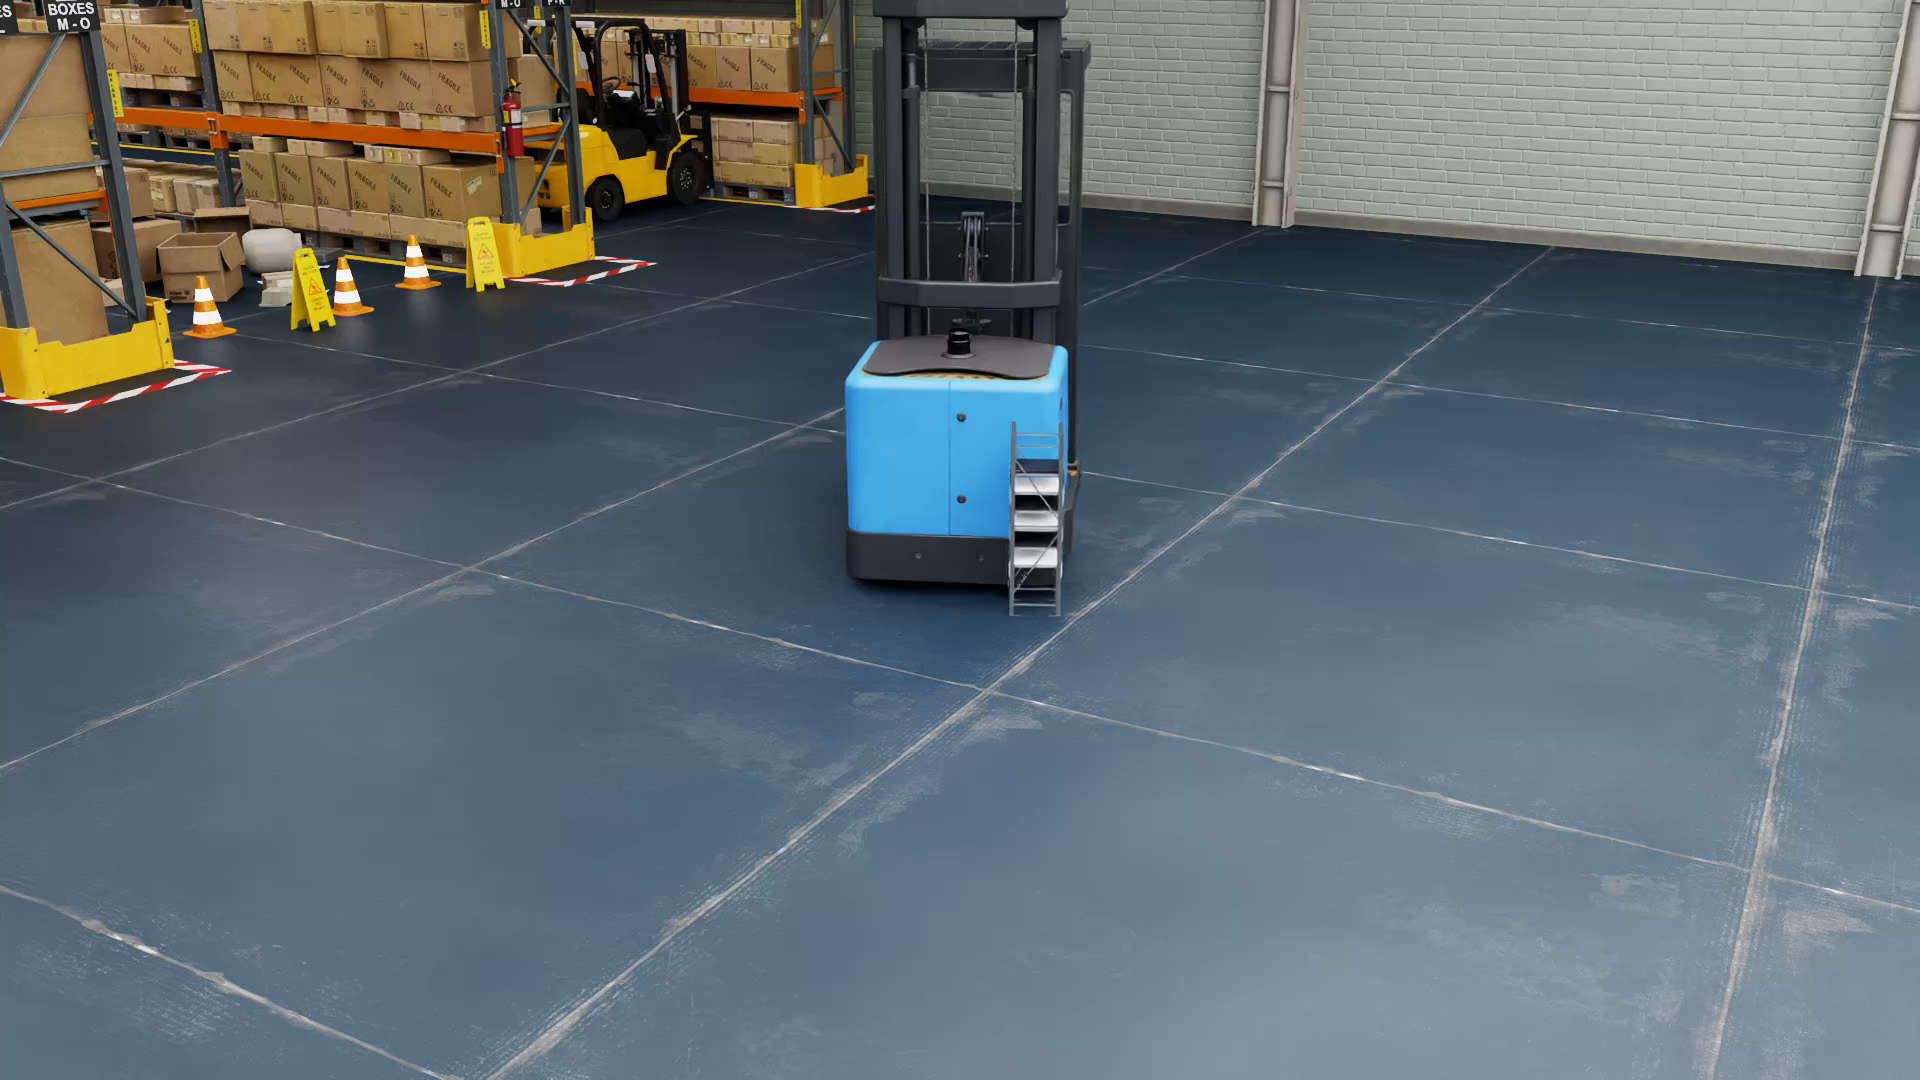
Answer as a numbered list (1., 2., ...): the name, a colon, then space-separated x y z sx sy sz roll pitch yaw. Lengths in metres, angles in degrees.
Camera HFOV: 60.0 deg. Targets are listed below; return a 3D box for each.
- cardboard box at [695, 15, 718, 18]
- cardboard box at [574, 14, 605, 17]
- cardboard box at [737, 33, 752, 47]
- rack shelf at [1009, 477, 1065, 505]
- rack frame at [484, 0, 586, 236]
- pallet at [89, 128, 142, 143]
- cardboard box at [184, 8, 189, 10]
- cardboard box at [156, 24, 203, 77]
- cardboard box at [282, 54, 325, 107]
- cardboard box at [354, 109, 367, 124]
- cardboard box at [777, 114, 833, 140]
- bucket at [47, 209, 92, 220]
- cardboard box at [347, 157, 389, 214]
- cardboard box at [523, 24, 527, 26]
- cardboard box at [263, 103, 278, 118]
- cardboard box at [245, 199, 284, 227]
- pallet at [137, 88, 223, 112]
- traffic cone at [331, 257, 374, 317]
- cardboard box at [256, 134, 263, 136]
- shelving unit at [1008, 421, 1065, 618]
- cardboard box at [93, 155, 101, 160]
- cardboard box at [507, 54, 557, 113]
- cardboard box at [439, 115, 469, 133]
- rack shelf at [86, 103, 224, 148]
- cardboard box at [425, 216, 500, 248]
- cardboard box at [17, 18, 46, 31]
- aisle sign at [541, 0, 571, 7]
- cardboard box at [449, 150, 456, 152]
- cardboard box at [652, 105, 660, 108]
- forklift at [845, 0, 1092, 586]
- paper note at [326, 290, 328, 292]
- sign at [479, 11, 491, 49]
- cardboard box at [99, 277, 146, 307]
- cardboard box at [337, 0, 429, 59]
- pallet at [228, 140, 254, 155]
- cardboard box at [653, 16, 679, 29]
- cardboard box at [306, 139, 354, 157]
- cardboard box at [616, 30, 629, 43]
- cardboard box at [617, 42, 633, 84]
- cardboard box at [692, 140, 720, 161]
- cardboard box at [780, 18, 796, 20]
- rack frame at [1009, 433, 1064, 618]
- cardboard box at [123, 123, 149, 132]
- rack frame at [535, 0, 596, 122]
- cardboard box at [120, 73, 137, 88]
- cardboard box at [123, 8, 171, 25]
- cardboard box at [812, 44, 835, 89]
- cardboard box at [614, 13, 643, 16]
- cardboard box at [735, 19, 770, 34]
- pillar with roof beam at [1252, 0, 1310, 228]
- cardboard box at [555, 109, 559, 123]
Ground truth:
1. cardboard box: -3.098 -6.423 20.640 0.250 0.149 0.380 11 23 28
2. cardboard box: -4.650 -6.551 20.991 0.250 0.149 0.380 11 23 28
3. cardboard box: -2.446 -5.968 19.820 0.250 0.149 0.380 11 23 28
4. rack shelf: 0.357 -0.232 7.754 0.258 0.077 0.200 1 20 2
5. rack frame: -3.990 -4.068 15.681 0.127 3.000 1.000 11 23 27
6. pallet: -13.717 -6.548 26.608 1.213 0.211 1.003 11 23 27
7. cardboard box: -11.736 -7.639 24.764 0.500 0.500 0.700 11 23 29
8. cardboard box: -7.998 -5.126 17.399 0.500 0.500 0.500 10 22 26
9. cardboard box: -6.353 -4.600 16.565 0.500 0.500 0.500 11 22 27
10. cardboard box: -5.746 -4.209 16.437 0.250 0.149 0.380 11 23 27
11. cardboard box: -1.900 -5.058 20.359 0.500 0.250 0.500 10 22 26
12. bucket: -8.565 -3.082 15.535 0.726 0.611 0.620 -16 16 -38
13. cardboard box: -5.711 -3.553 16.577 0.500 0.500 0.500 10 22 26
14. cardboard box: -5.706 -6.592 21.541 0.250 0.149 0.380 10 22 27
15. cardboard box: -6.871 -4.406 16.980 0.250 0.149 0.380 11 23 27
16. cardboard box: -7.099 -3.460 17.420 0.500 0.250 0.500 10 22 25
17. pallet: -8.079 -4.814 18.017 1.213 0.211 1.003 11 23 27
18. traffic cone: -5.239 -2.176 14.185 0.334 0.463 0.336 11 23 27
19. cardboard box: -9.921 -6.078 24.272 0.500 0.500 0.500 12 23 30
20. shelving unit: 0.357 -0.094 7.804 0.258 0.900 0.210 1 20 2
21. cardboard box: -10.486 -4.264 19.458 0.625 0.372 0.950 9 22 24
22. cardboard box: -4.269 -4.416 16.058 0.500 0.500 0.500 10 22 26
23. cardboard box: -4.696 -3.958 15.745 0.250 0.149 0.380 10 22 27
24. rack shelf: -9.228 -4.728 18.555 4.000 0.370 1.077 11 23 27
25. cardboard box: -4.848 -3.031 16.239 0.500 0.250 0.500 11 23 27
26. cardboard box: -10.236 -5.554 18.580 0.500 0.500 0.500 12 23 30
27. aisle sign: -3.785 -5.372 15.464 0.004 0.787 0.394 11 23 27
28. cardboard box: -5.473 -3.717 17.031 0.500 0.500 0.500 11 23 28
29. cardboard box: -4.091 -5.482 21.530 0.500 0.250 0.500 10 22 27
30. forklift: 0.124 -1.616 9.023 1.130 2.935 3.031 2 20 6
31. paper note: -5.786 -2.237 14.987 0.142 0.019 0.148 3 20 9
32. sign: -4.279 -4.599 14.983 0.005 0.325 0.100 11 23 27
33. cardboard box: -7.409 -2.220 14.596 0.258 0.266 0.396 16 25 36
34. cardboard box: -5.476 -4.886 15.885 0.500 0.500 0.700 10 22 27
35. pallet: -10.251 -5.905 24.833 1.213 0.211 1.003 11 23 27
36. cardboard box: -3.542 -6.335 20.397 0.250 0.149 0.380 11 23 28
37. cardboard box: -6.333 -3.950 16.720 0.250 0.149 0.380 12 23 30
38. cardboard box: -4.040 -6.247 20.591 0.250 0.149 0.380 11 22 27
39. cardboard box: -3.900 -5.942 20.699 0.500 0.500 0.500 11 22 27
40. cardboard box: -3.044 -4.840 20.493 0.500 0.250 0.500 10 22 26
41. cardboard box: -1.964 -6.220 20.081 0.250 0.149 0.380 12 23 29
42. rack frame: 0.353 -0.060 7.708 0.240 0.900 0.006 1 20 2
43. cardboard box: -12.679 -6.404 25.687 0.250 0.149 0.380 10 22 26
44. rack frame: -5.065 -6.212 21.590 0.127 3.000 1.000 11 23 27
45. cardboard box: -8.755 -4.939 17.833 0.250 0.149 0.380 11 23 28
46. cardboard box: -8.604 -5.543 17.597 0.250 0.149 0.380 10 22 26
47. cardboard box: -1.870 -5.758 20.194 0.500 0.500 0.500 12 23 29
48. cardboard box: -4.202 -6.646 21.254 0.250 0.149 0.380 11 22 27
49. cardboard box: -2.460 -6.102 19.755 0.250 0.149 0.380 11 23 28
50. pillar with roof beam: 1.397 -6.471 13.509 0.400 9.000 9.100 11 23 27
51. cardboard box: -5.526 -5.376 22.154 0.625 0.625 0.875 12 23 30
